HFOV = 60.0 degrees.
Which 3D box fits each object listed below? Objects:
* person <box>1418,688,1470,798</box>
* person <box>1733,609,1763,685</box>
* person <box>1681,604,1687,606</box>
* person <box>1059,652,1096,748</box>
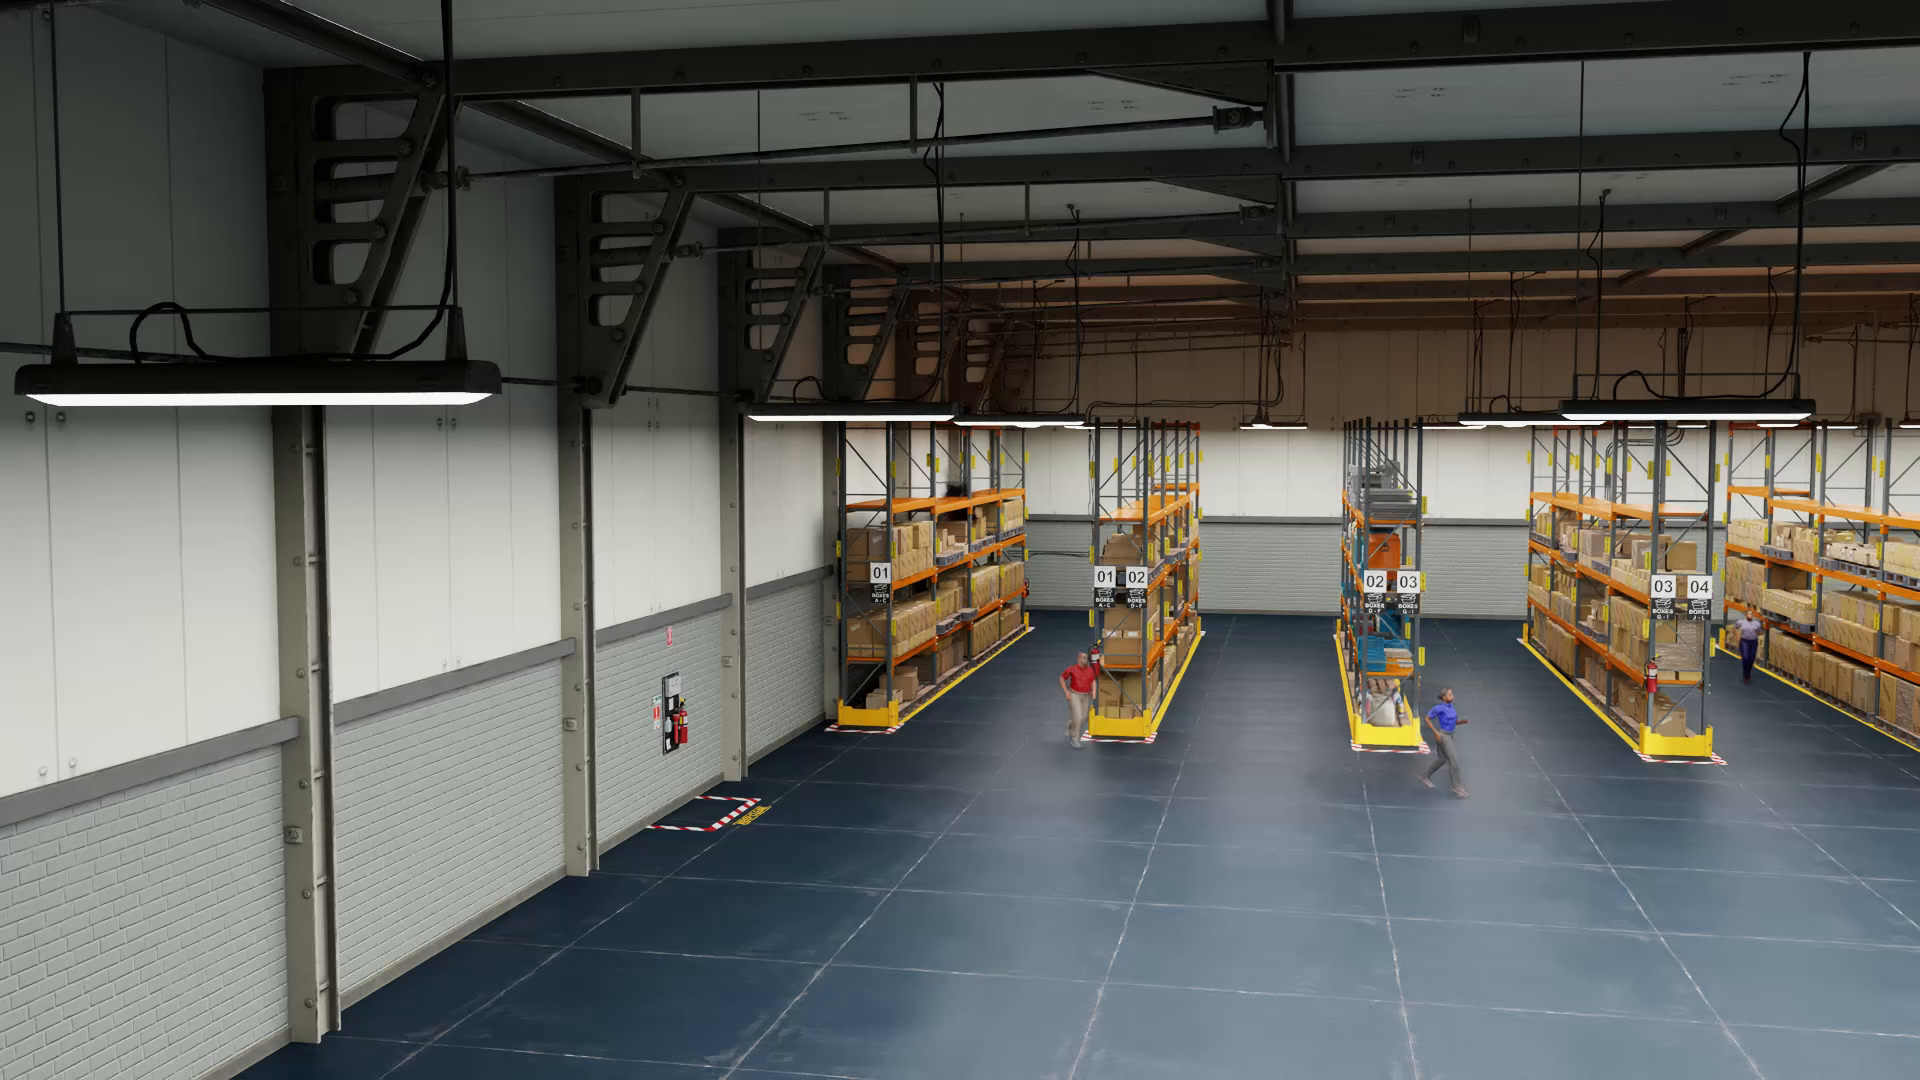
[{"bbox_3d":[7.664,3.172,26.290,0.885,1.682,0.562,3,5,35],"label":"person"},{"bbox_3d":[18.032,2.432,38.031,0.587,1.703,0.717,1,4,8],"label":"person"},{"bbox_3d":[19.336,1.932,44.840,0.898,1.751,0.752,-1,4,-17],"label":"person"},{"bbox_3d":[2.177,2.912,30.537,0.709,1.698,0.705,-2,4,-27],"label":"person"}]
